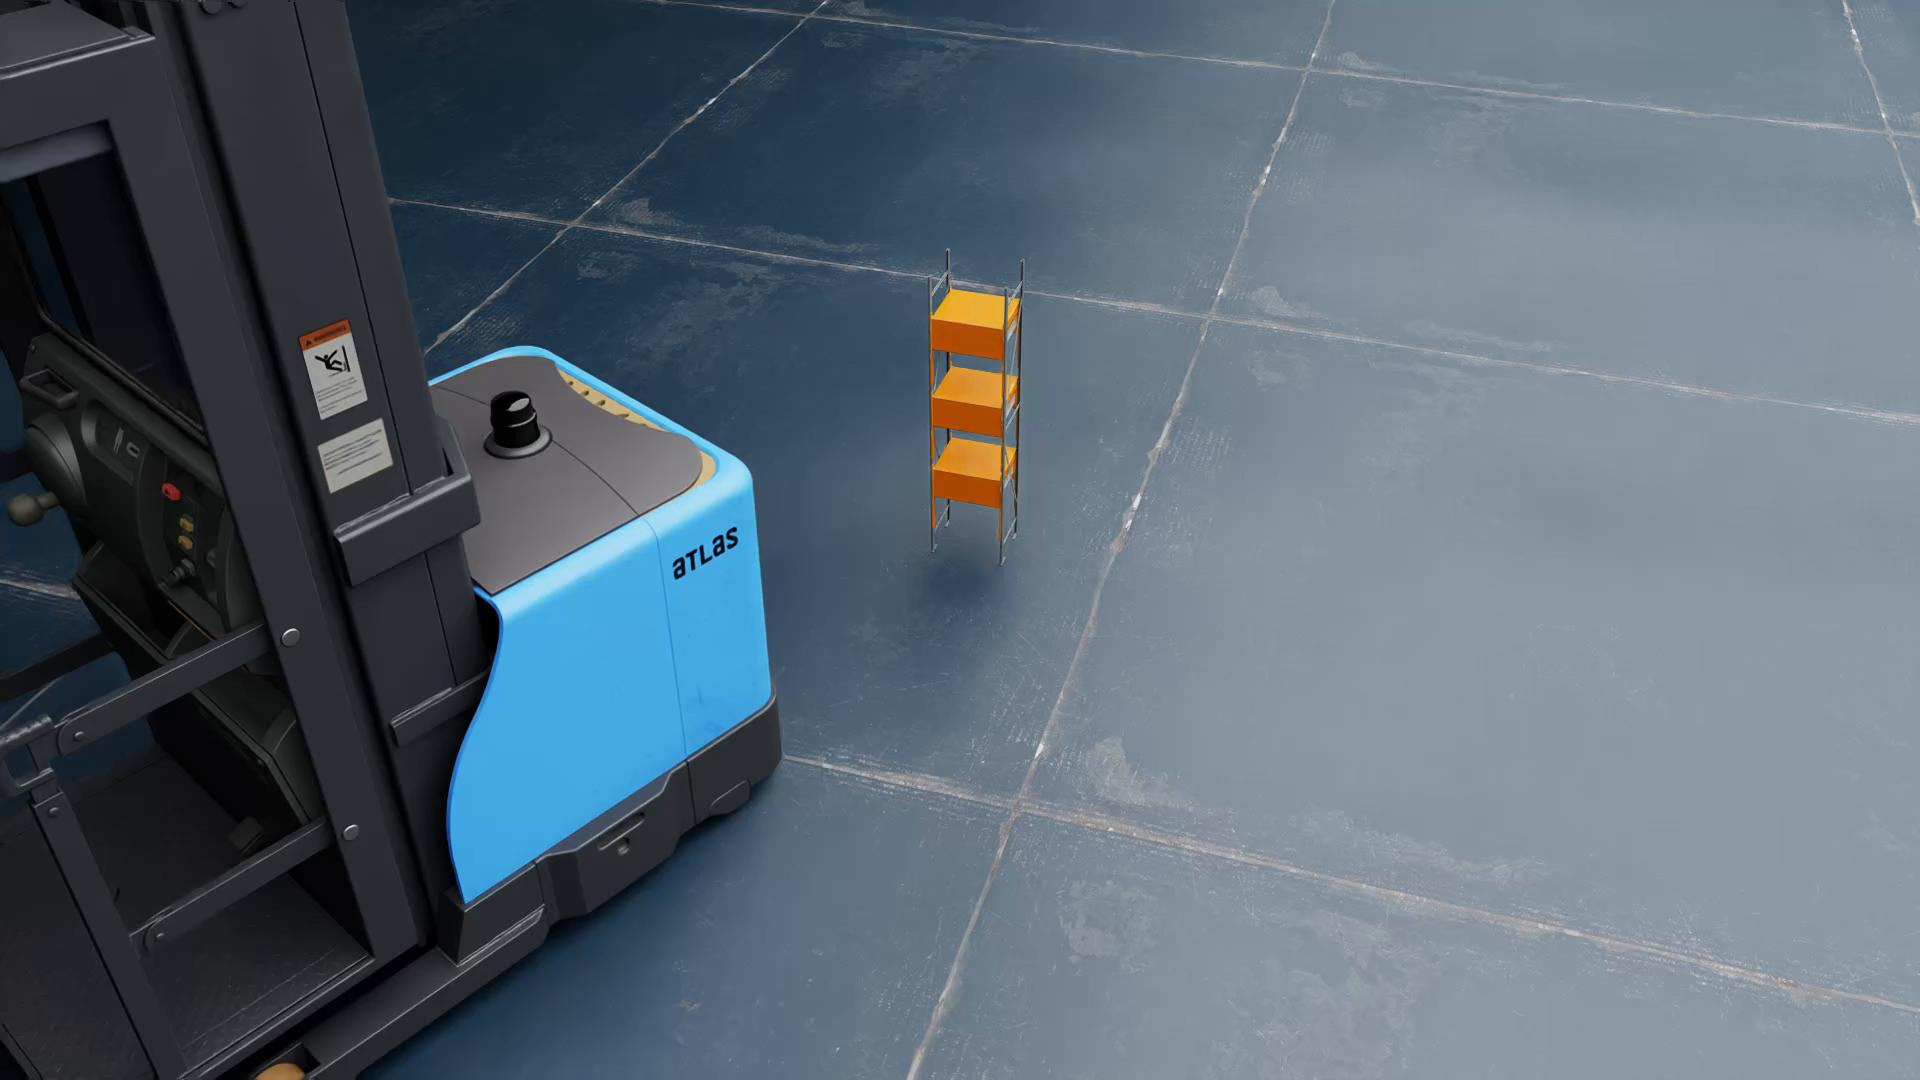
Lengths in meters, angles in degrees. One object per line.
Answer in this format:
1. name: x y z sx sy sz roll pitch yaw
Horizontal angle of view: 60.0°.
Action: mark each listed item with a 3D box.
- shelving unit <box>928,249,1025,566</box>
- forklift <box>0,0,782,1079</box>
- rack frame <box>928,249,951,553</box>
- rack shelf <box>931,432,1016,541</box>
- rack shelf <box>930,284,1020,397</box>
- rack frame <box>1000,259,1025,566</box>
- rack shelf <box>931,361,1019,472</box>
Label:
1. shelving unit: 0.051 -0.413 5.426 0.252 1.050 0.215 10 38 14
2. forklift: -1.881 -0.055 3.352 1.130 2.935 3.031 29 45 33
3. rack frame: -0.065 -0.435 5.455 0.008 1.050 0.200 10 38 14
4. rack shelf: 0.051 -0.181 5.597 0.240 0.259 0.215 10 38 14
5. rack shelf: 0.051 -0.633 5.264 0.240 0.259 0.215 10 38 14
6. rack frame: 0.168 -0.392 5.397 0.008 1.050 0.200 10 38 14
7. rack shelf: 0.051 -0.405 5.432 0.240 0.259 0.215 10 38 14
